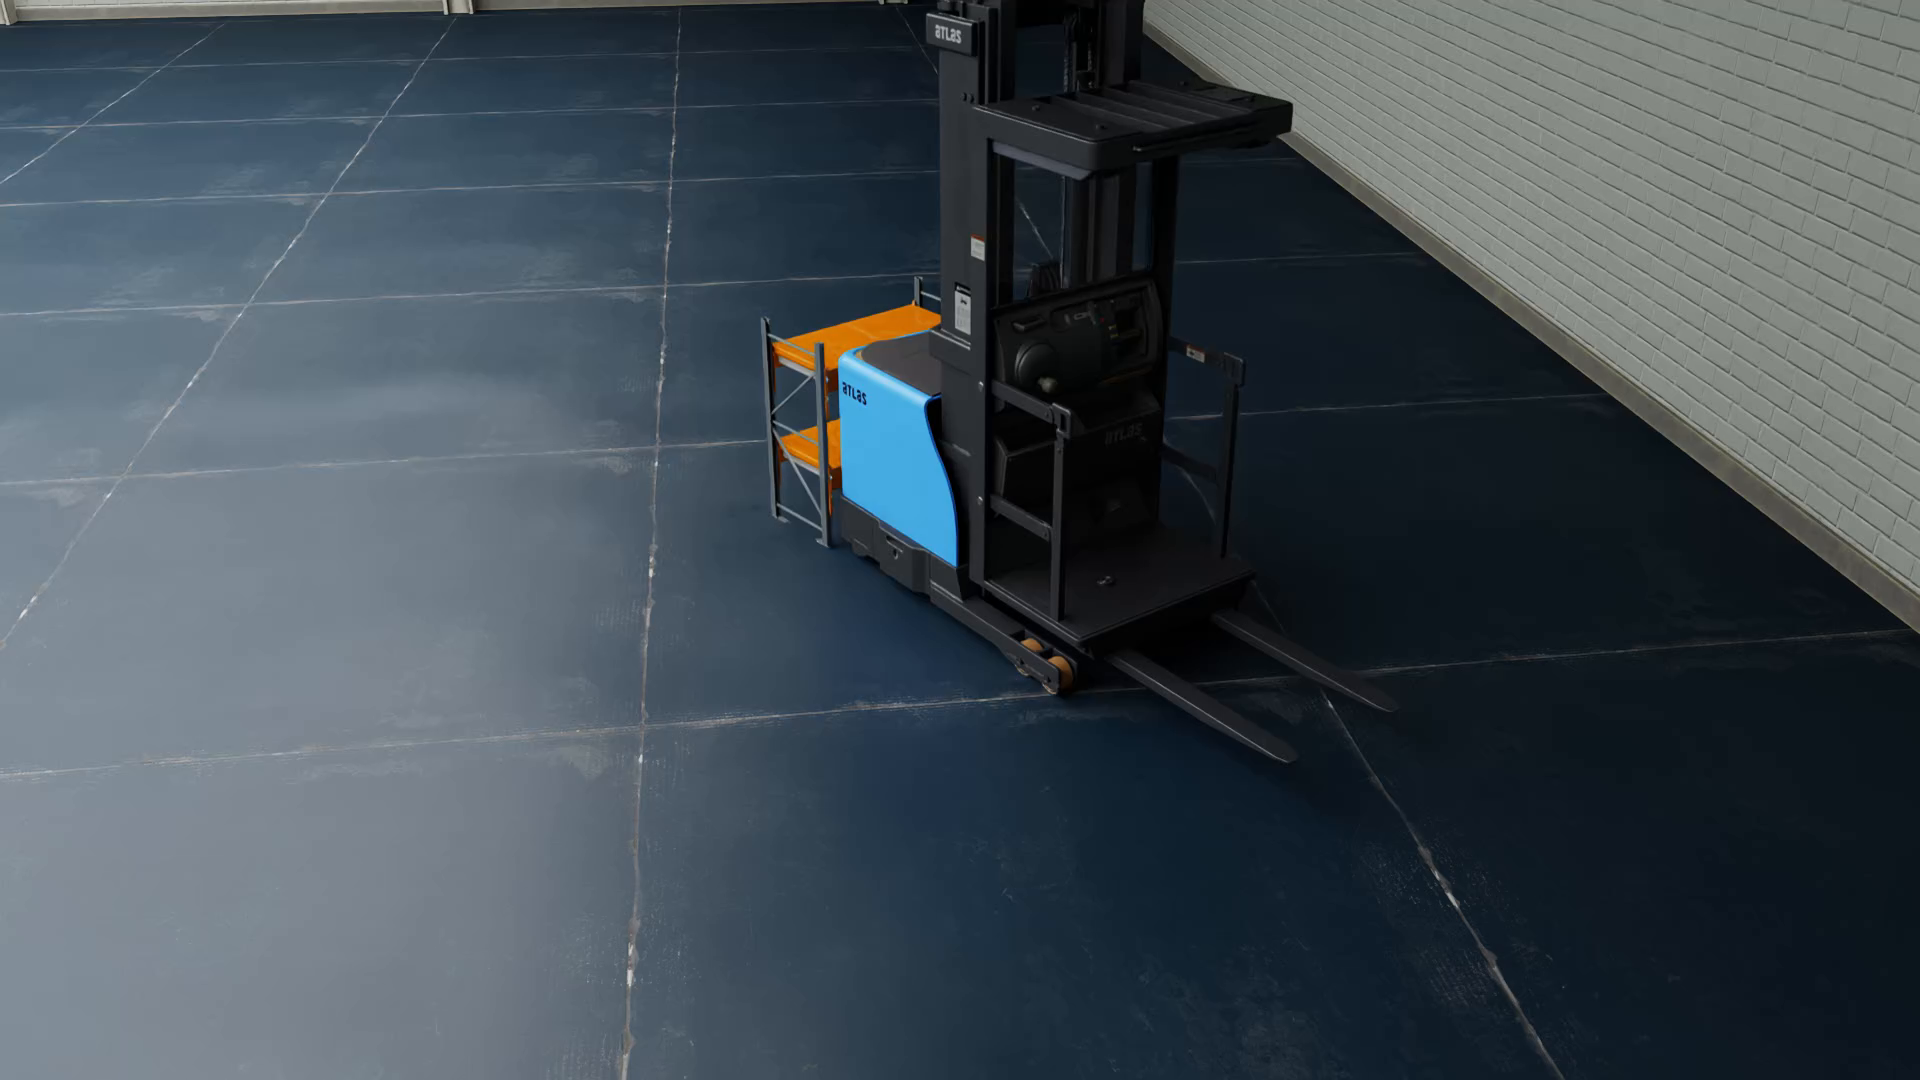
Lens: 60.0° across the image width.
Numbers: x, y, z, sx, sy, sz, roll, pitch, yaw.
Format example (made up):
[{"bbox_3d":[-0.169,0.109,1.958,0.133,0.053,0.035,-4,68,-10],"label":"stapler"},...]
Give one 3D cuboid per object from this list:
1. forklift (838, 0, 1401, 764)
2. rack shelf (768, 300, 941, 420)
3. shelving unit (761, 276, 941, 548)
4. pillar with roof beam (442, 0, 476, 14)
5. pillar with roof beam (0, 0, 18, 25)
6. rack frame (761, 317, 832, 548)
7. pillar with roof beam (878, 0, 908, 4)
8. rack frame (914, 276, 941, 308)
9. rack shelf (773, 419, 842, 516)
[{"bbox_3d":[0.662,-0.871,7.238,1.130,2.935,3.031,-19,33,-32],"label":"forklift"},{"bbox_3d":[-0.459,-0.962,8.752,1.000,0.278,0.538,-22,34,-36],"label":"rack shelf"},{"bbox_3d":[-0.459,-0.702,8.886,1.048,1.125,0.538,-22,34,-36],"label":"shelving unit"},{"bbox_3d":[-6.296,-9.343,17.101,0.400,9.000,9.100,-4,27,-7],"label":"pillar with roof beam"},{"bbox_3d":[-12.237,-8.961,16.357,0.400,9.000,9.100,-4,27,-7],"label":"pillar with roof beam"},{"bbox_3d":[-0.843,-0.550,8.589,0.032,1.125,0.500,-22,34,-36],"label":"rack frame"},{"bbox_3d":[-0.354,-9.724,17.844,0.400,9.000,9.100,-4,27,-7],"label":"pillar with roof beam"},{"bbox_3d":[-0.075,-0.854,9.182,0.032,1.125,0.500,-22,34,-36],"label":"rack frame"},{"bbox_3d":[-0.459,-0.484,8.997,1.000,0.278,0.538,-22,34,-36],"label":"rack shelf"}]
